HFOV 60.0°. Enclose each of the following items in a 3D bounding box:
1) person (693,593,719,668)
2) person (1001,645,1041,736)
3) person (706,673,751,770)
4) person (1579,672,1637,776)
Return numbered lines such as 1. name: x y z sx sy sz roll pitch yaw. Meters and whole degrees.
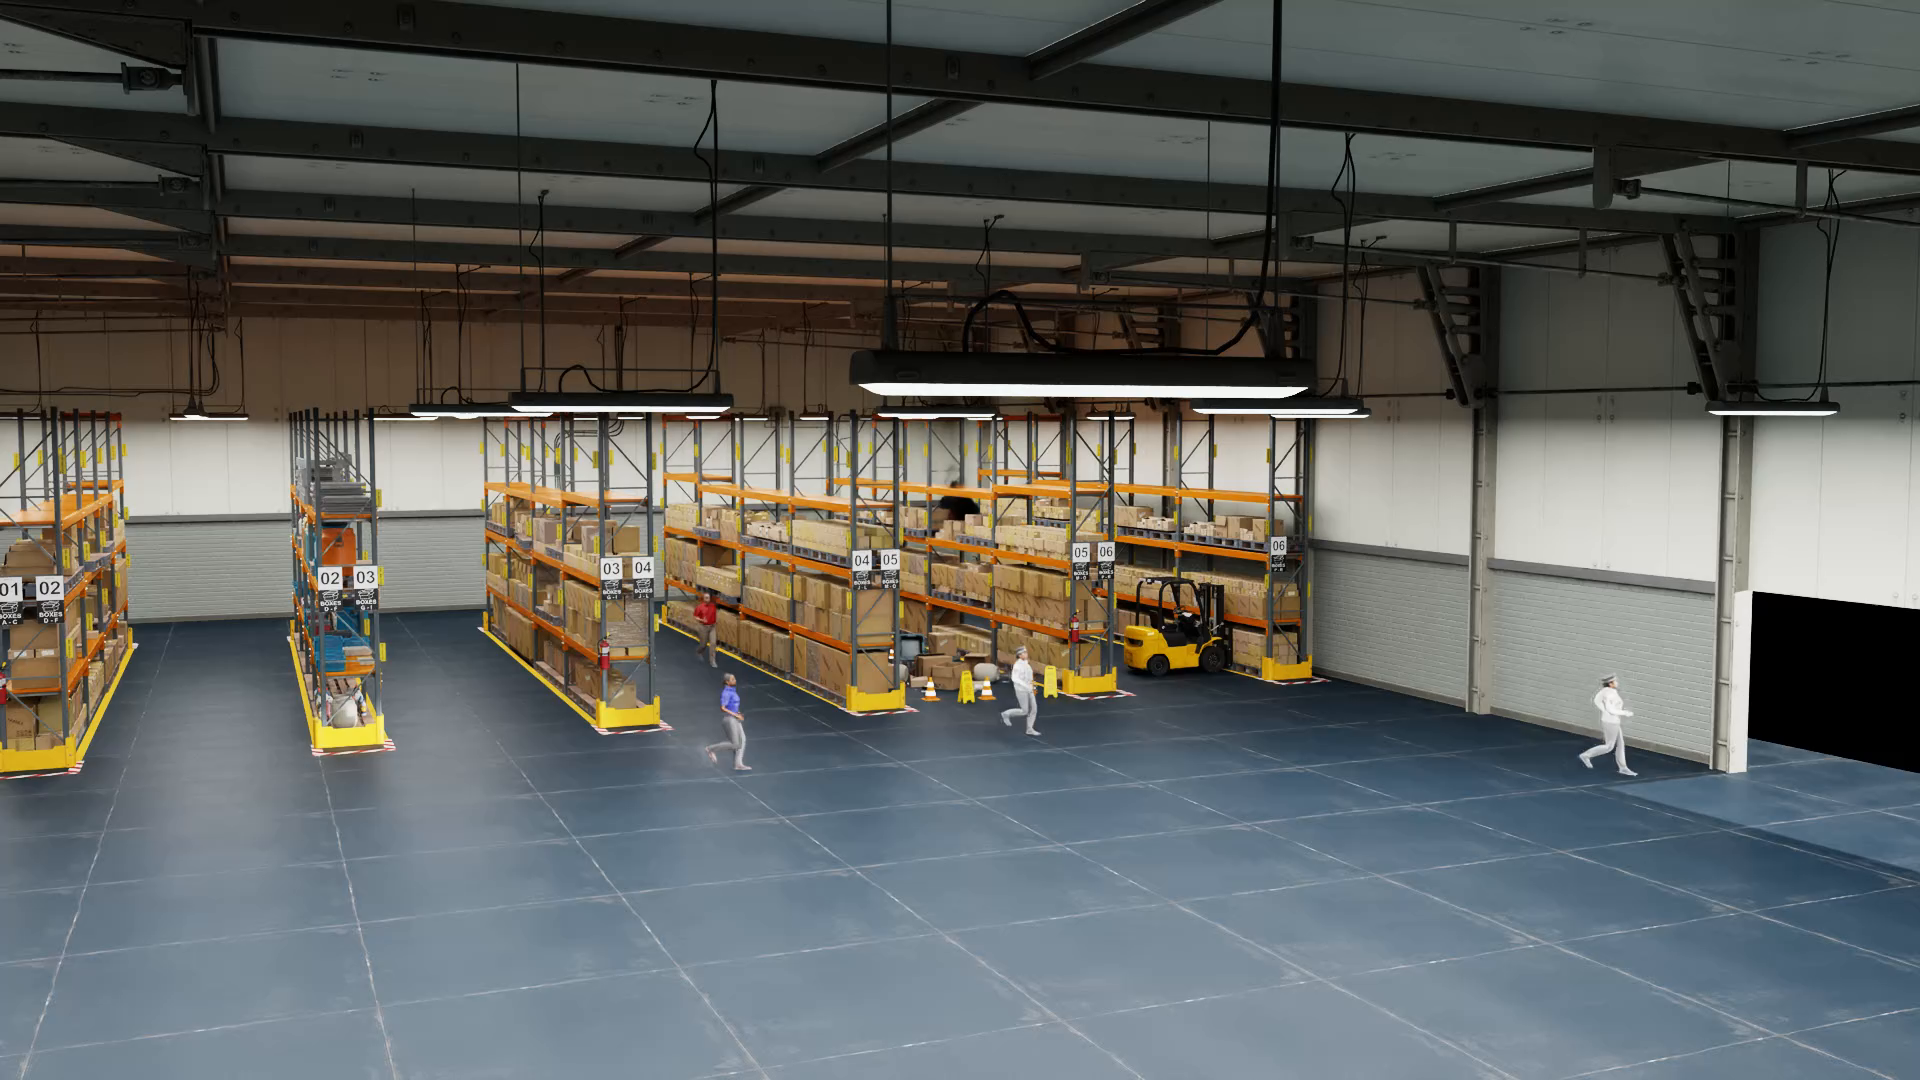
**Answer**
1. person: -5.965 2.149 39.225 0.664 1.653 0.954 -2 5 -30
2. person: 1.147 2.758 30.640 0.758 1.662 0.633 2 4 26
3. person: -3.814 2.995 27.418 0.737 1.619 0.577 0 4 2
4. person: 10.538 2.983 26.994 0.901 1.692 0.616 1 4 16
